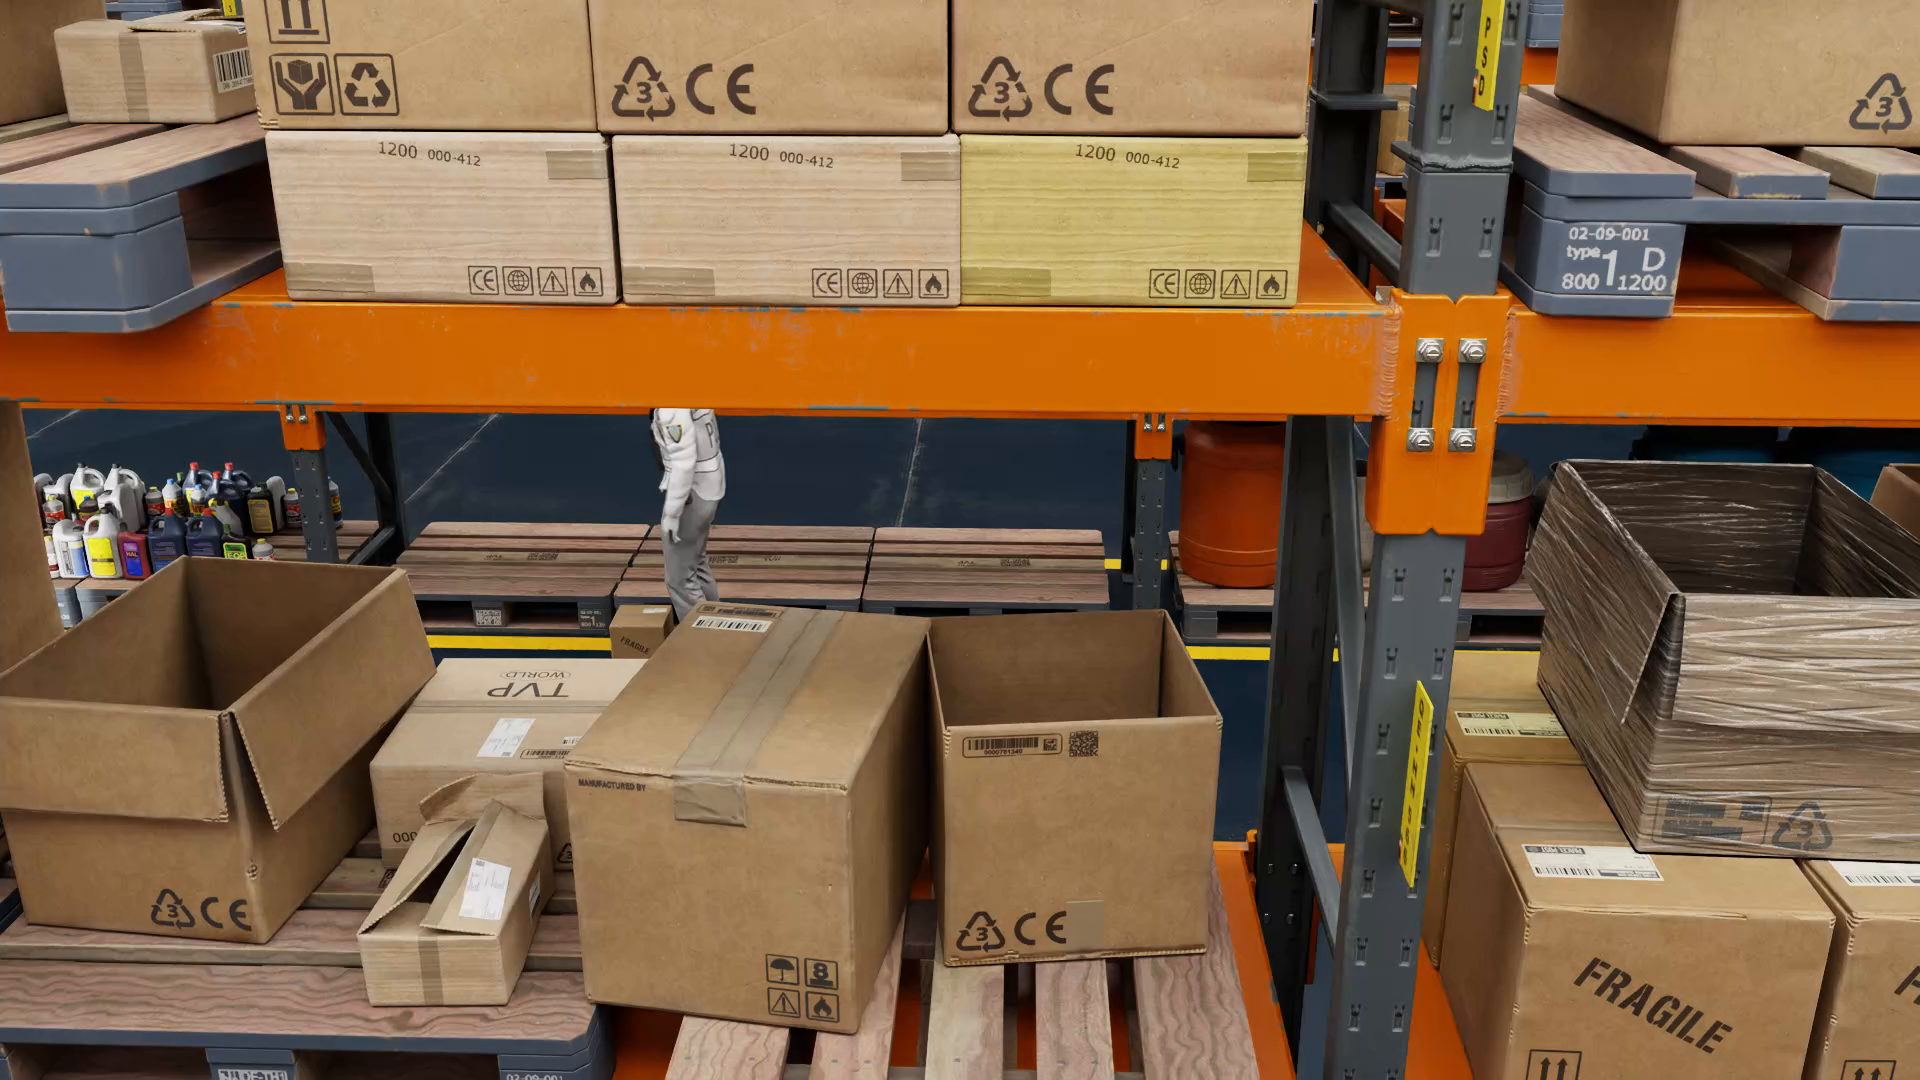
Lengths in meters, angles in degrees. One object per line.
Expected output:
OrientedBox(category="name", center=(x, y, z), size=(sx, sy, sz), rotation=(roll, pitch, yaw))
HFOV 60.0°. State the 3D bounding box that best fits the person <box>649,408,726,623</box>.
OrientedBox(category="person", center=(-1.252, -0.189, 7.566), size=(0.369, 1.667, 0.547), rotation=(0, 21, -1))
